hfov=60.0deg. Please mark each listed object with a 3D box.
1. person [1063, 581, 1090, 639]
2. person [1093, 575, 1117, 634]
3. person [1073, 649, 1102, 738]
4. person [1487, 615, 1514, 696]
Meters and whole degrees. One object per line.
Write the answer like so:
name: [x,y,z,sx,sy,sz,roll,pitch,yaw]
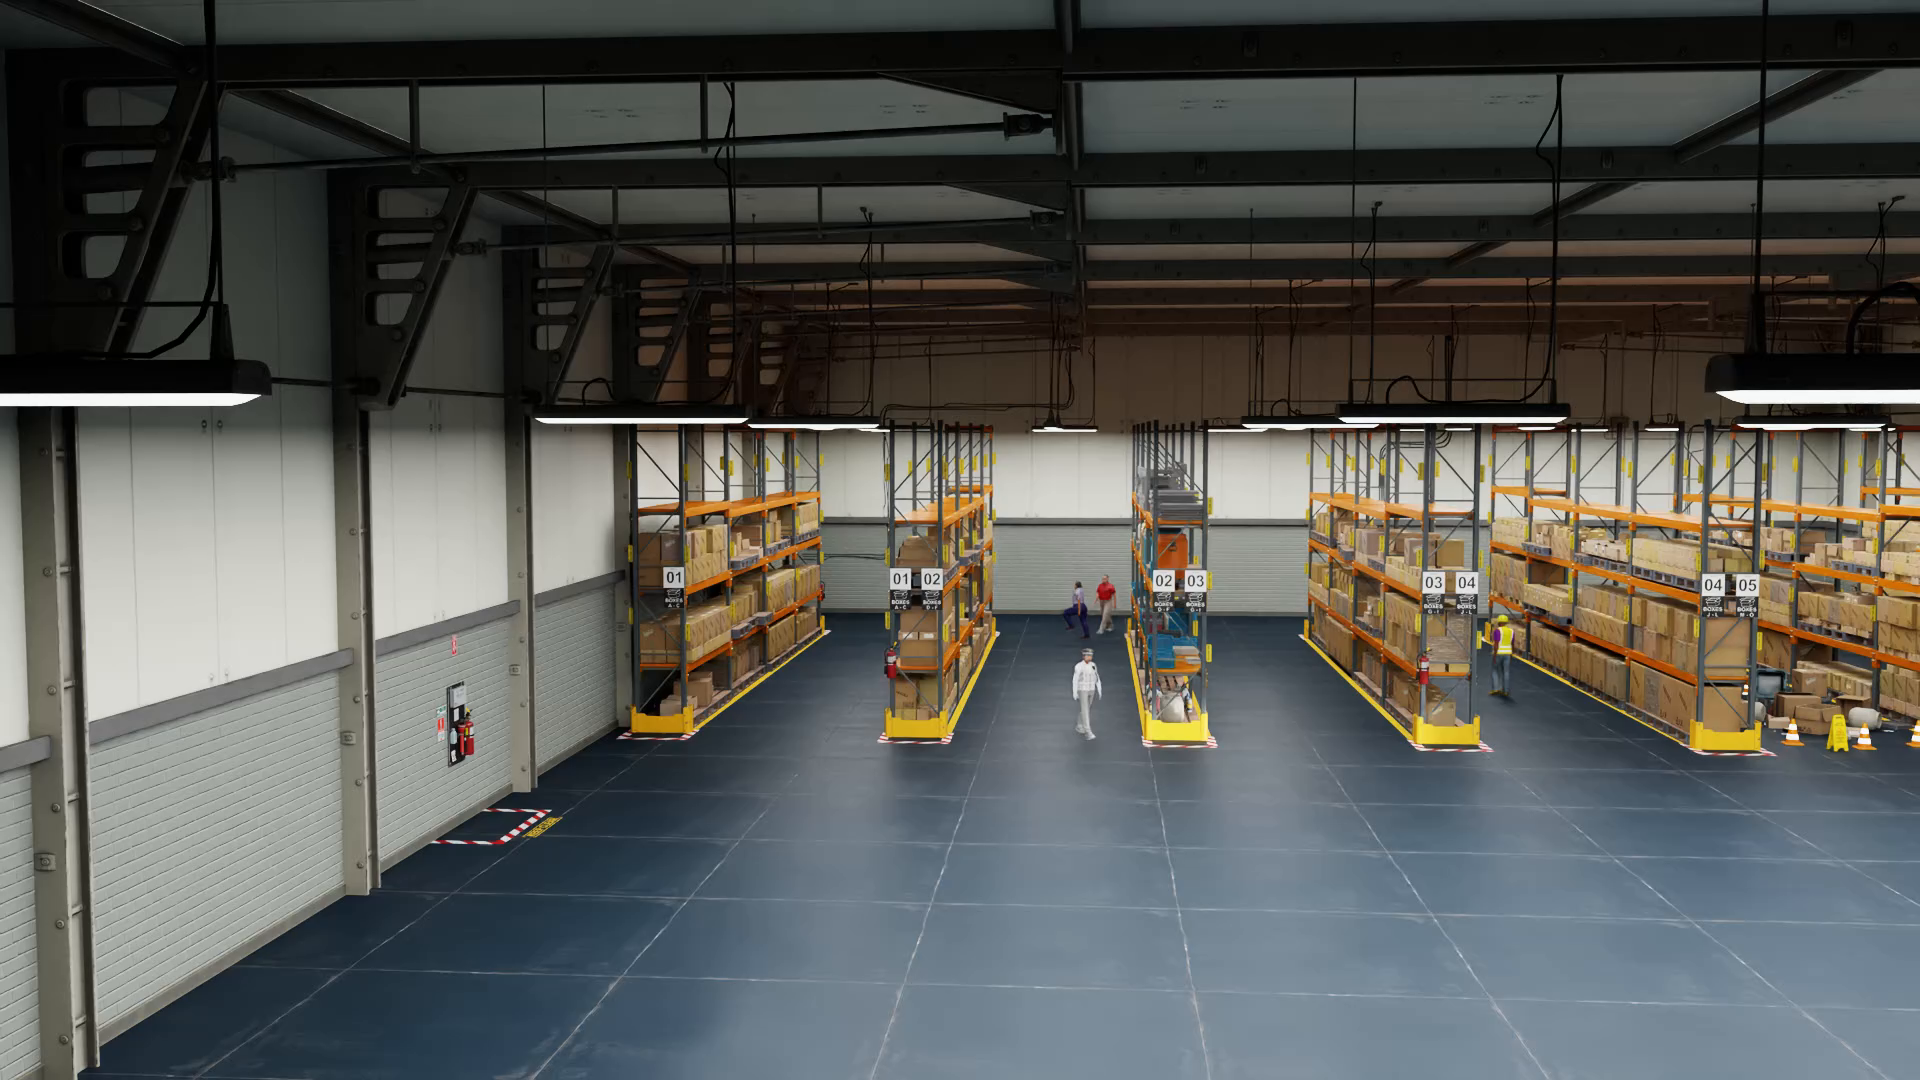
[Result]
person: [3.313,1.949,46.572,0.764,1.612,0.504,3,5,38]
person: [4.159,1.830,47.920,0.577,1.656,1.059,3,5,40]
person: [2.441,2.883,31.555,0.516,1.646,0.836,-2,4,-34]
person: [11.935,2.556,36.511,0.550,1.809,0.602,0,4,-2]
